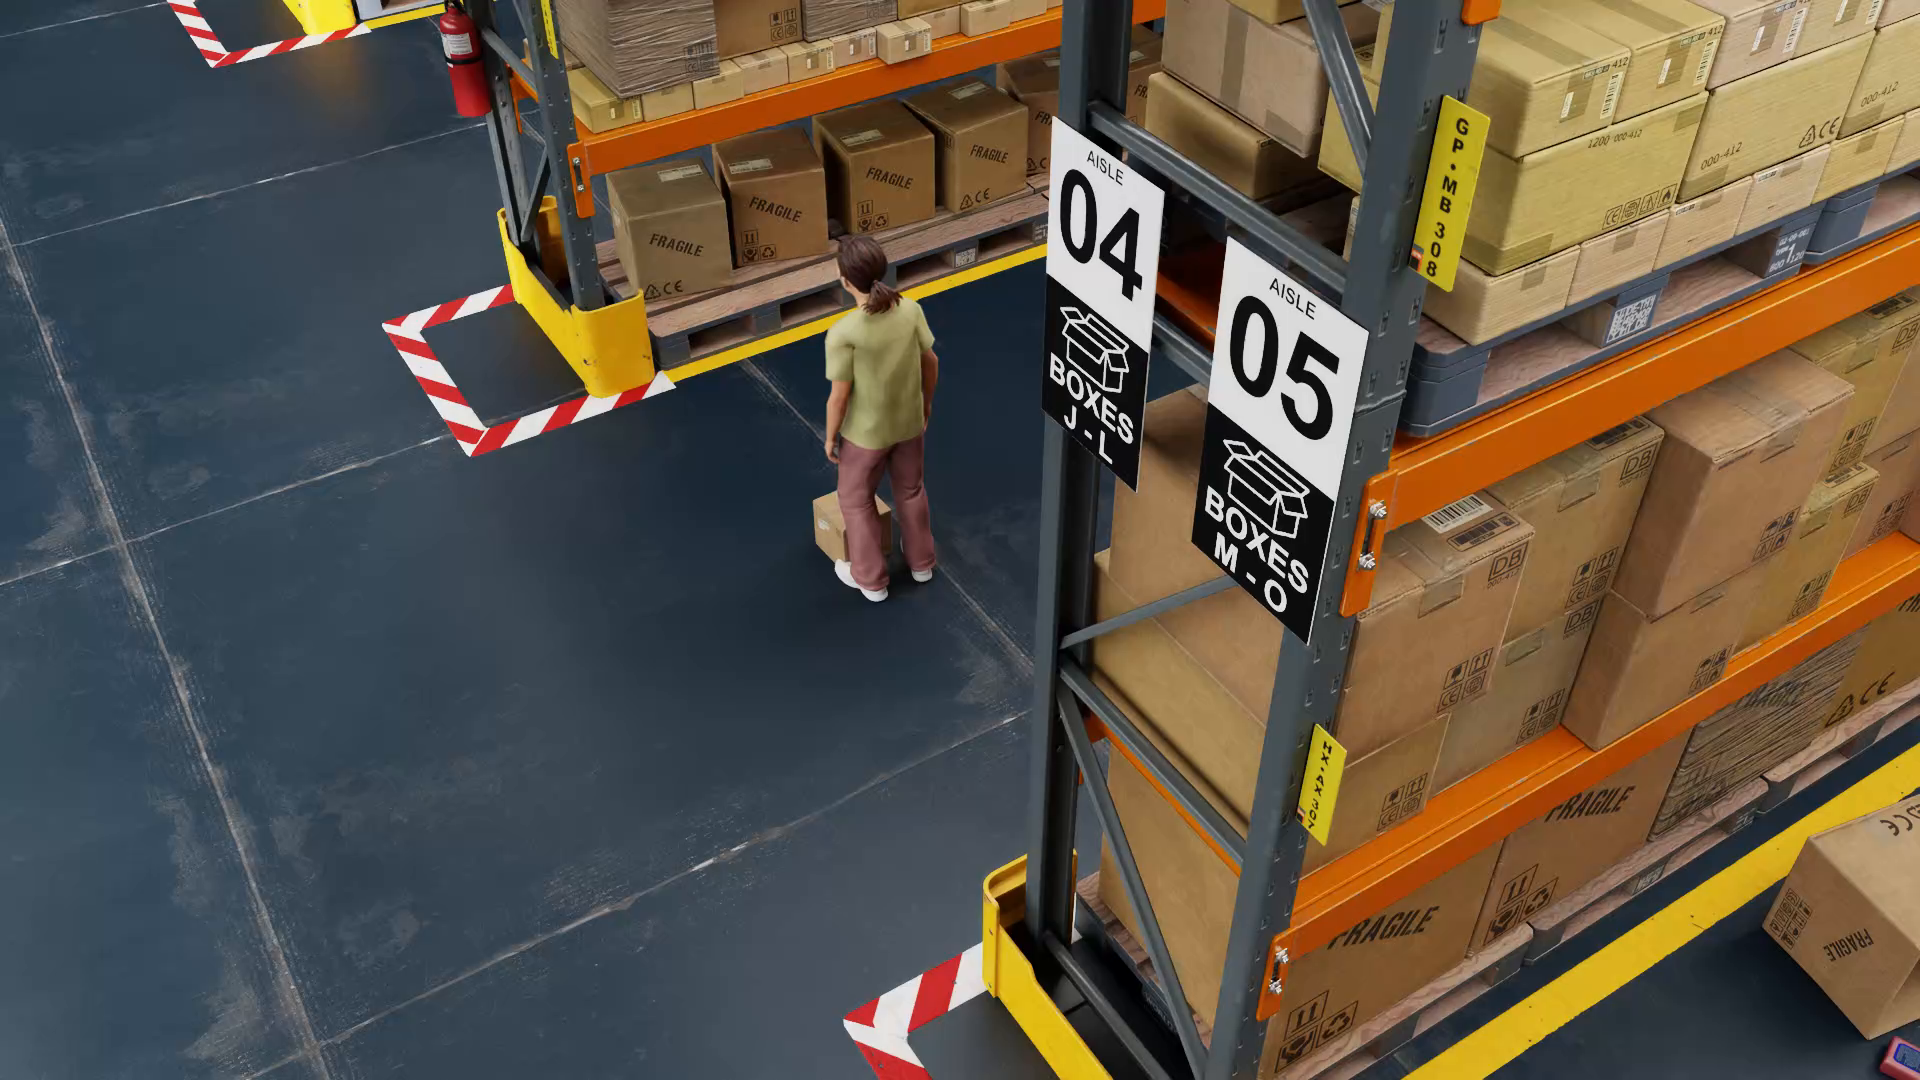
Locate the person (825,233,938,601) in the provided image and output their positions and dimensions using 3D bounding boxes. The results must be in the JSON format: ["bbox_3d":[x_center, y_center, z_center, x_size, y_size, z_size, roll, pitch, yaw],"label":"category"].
[{"bbox_3d":[-0.328,-0.465,6.695,0.500,1.673,0.355,-23,46,-24],"label":"person"}]
